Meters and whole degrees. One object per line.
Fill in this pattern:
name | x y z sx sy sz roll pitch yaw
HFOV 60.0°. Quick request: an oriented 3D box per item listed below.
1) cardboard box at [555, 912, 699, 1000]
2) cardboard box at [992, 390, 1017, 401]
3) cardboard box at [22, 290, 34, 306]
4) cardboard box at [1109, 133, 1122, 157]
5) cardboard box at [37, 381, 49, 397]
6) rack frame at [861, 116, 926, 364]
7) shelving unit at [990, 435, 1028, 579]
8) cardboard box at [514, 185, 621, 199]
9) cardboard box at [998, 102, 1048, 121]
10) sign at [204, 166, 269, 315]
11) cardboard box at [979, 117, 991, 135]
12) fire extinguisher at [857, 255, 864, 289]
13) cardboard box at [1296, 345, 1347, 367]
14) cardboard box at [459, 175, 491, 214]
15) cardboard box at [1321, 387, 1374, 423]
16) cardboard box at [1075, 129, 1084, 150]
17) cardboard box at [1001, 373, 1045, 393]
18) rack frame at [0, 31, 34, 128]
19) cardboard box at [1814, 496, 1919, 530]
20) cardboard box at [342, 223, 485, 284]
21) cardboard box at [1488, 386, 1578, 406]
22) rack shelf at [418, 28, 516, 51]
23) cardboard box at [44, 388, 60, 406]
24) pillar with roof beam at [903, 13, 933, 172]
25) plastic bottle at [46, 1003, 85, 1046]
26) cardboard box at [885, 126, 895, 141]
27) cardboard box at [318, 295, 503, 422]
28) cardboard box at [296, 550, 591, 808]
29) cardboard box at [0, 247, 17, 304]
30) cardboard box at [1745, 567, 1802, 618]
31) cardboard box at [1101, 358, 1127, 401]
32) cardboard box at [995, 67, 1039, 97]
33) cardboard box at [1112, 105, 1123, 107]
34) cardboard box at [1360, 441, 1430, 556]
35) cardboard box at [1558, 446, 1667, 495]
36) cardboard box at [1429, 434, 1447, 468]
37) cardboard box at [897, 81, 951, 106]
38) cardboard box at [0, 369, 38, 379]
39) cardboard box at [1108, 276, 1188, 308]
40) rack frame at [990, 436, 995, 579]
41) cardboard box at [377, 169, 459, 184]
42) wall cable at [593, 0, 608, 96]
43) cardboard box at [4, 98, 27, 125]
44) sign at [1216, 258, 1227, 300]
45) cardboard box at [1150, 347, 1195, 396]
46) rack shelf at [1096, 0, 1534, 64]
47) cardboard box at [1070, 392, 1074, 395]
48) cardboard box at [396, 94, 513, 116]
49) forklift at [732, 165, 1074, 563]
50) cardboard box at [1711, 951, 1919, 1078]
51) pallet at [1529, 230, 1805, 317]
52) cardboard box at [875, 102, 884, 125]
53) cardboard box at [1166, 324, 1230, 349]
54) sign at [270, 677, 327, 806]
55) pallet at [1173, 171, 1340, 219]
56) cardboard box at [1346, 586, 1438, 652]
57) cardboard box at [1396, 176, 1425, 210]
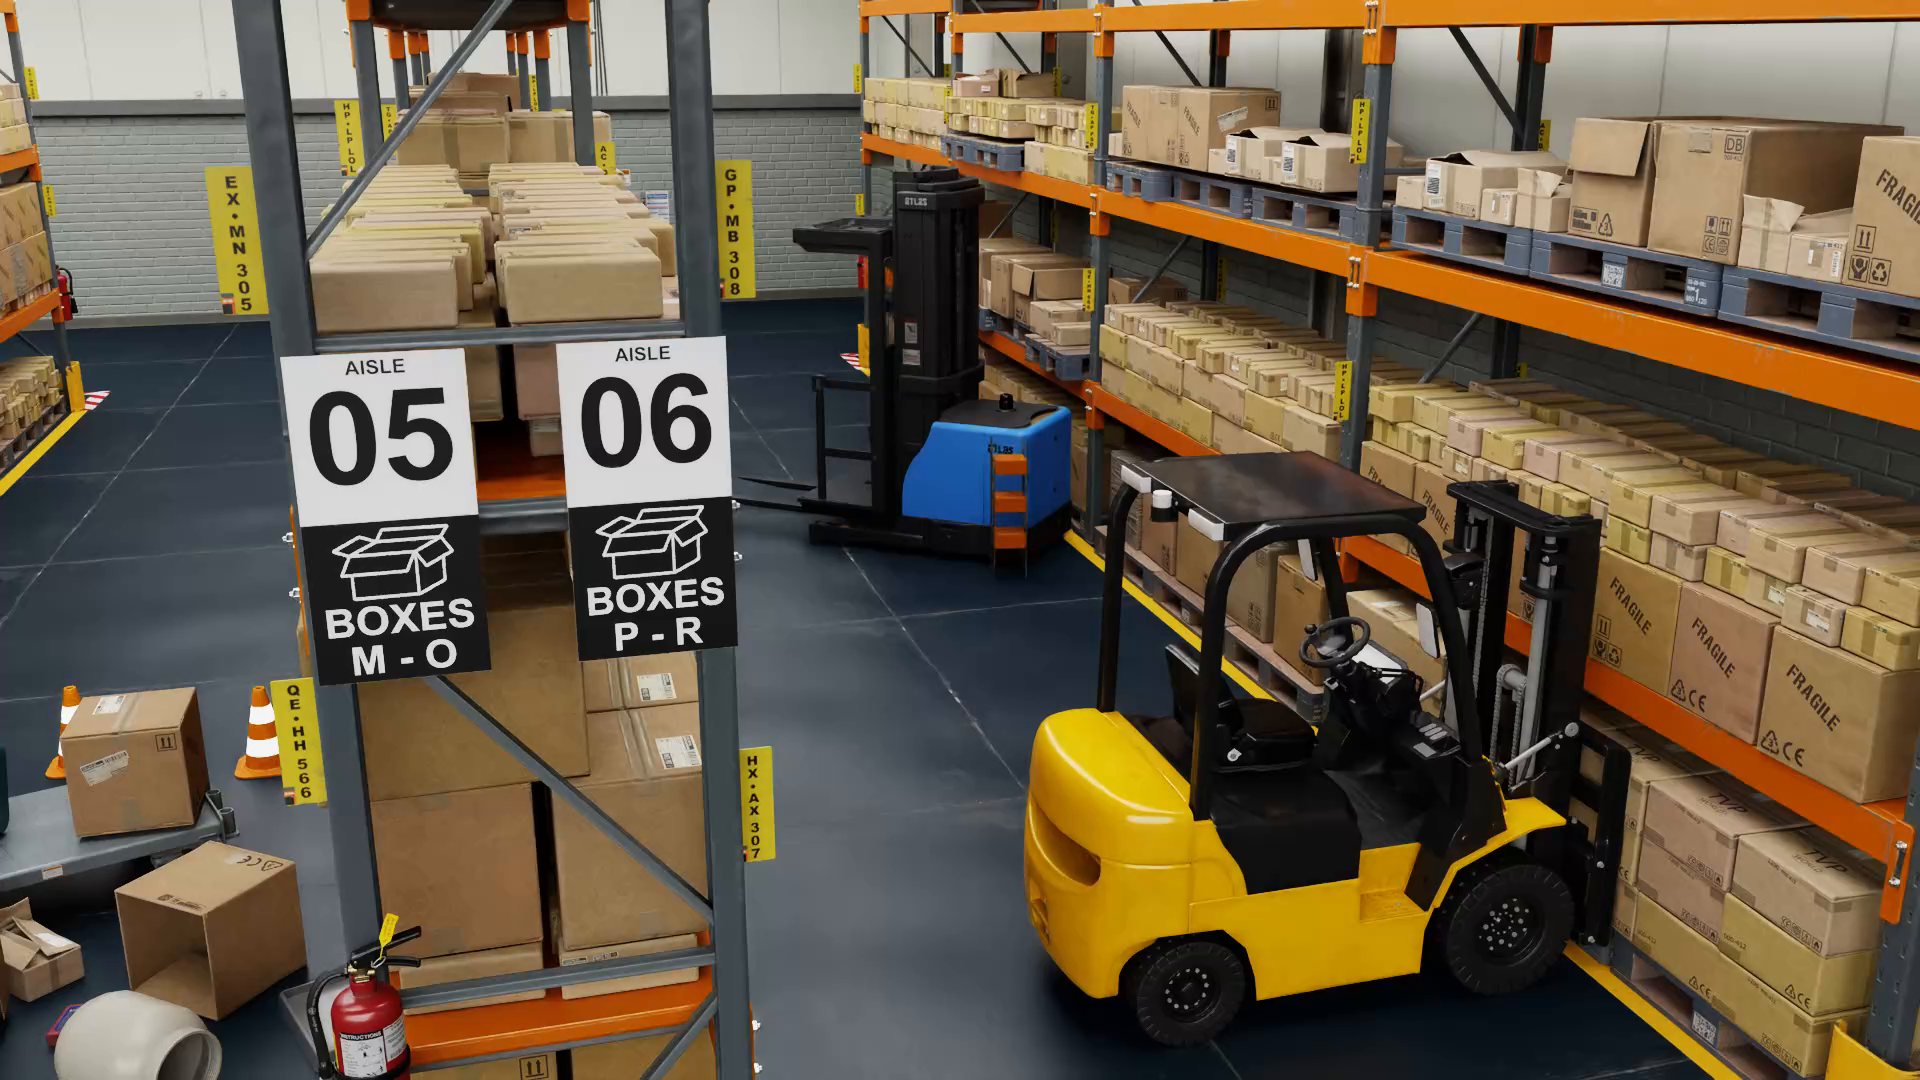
cardboard box | -0.959 1.169 4.784 0.380 0.149 0.250 -5 17 -15
cardboard box | 0.614 -1.121 15.587 0.500 0.500 0.500 -5 17 -17
cardboard box | -9.624 -2.451 16.834 0.380 0.149 0.250 -4 17 -14
cardboard box | 1.312 -2.901 12.183 0.380 0.166 0.250 -5 17 -15
cardboard box | -9.629 -1.559 17.136 0.380 0.149 0.250 -5 18 -18
rack frame | -0.690 -3.660 20.424 1.000 3.000 0.127 -5 17 -15
shelving unit | 0.364 -0.243 12.426 0.252 1.050 0.215 -2 15 -6
cardboard box | -1.446 -1.222 6.142 0.380 0.149 0.250 -4 17 -15
cardboard box | 0.549 -3.723 14.435 0.380 0.149 0.250 -5 17 -15
sign | -1.604 -0.664 3.694 0.100 0.325 0.005 -5 17 -15
cardboard box | 0.392 -3.723 14.951 0.380 0.149 0.250 -5 17 -16
fire extinguisher | -1.175 -3.449 20.503 0.296 0.674 0.183 -5 17 -15
cardboard box | 2.418 -1.171 10.834 0.380 0.149 0.250 -5 17 -16
cardboard box | -2.464 -1.664 8.093 0.500 0.250 0.500 -5 17 -16
cardboard box | 2.300 -0.777 9.522 0.380 0.149 0.250 -4 17 -13
cardboard box | 1.127 -3.156 13.097 0.380 0.149 0.250 -5 17 -17
cardboard box | 0.605 -1.461 15.589 0.380 0.149 0.250 -5 17 -15
rack frame | -10.193 -5.721 16.855 1.000 3.000 0.127 -5 17 -15
cardboard box | 3.641 -0.062 6.626 0.380 0.149 0.250 -5 17 -15
cardboard box | -1.583 -0.827 4.829 0.380 0.149 0.250 -5 17 -15
cardboard box | 3.015 -0.705 8.767 0.380 0.149 0.250 -5 17 -17
rack shelf | -4.912 -5.051 16.570 1.077 0.370 4.000 -5 17 -15
cardboard box | -9.680 -1.491 17.428 0.380 0.149 0.250 -4 17 -14
pillar with roof beam | -4.704 -7.010 21.148 9.100 9.000 0.400 -5 17 -15
plastic bottle | -3.613 1.965 6.805 0.133 0.061 0.283 -2 17 -6
cardboard box | -0.626 -4.579 18.703 0.380 0.149 0.250 -5 17 -15
cardboard box | -1.464 -0.469 4.328 0.500 0.250 0.500 -5 17 -16
cardboard box | -1.415 0.365 4.592 0.700 0.500 0.500 -5 17 -17
cardboard box | -9.410 -2.513 15.913 0.500 0.500 0.500 -4 17 -12
cardboard box | 3.231 0.188 6.311 0.380 0.149 0.250 -4 17 -14
cardboard box | 1.395 -1.234 12.606 0.500 0.250 0.500 -5 17 -15
cardboard box | 0.559 -4.381 15.904 0.396 0.266 0.258 -5 17 -16
cardboard box | 1.384 -3.551 13.895 0.380 0.149 0.250 -5 17 -15
cardboard box | 2.478 -0.246 8.882 0.500 0.500 0.500 -5 17 -17
cardboard box | 2.926 -0.313 7.461 0.380 0.149 0.250 -5 17 -15
cardboard box | 2.613 -0.449 8.433 0.380 0.149 0.250 -5 17 -15
cardboard box | -0.387 -4.844 18.026 0.500 0.250 0.500 -4 17 -14
cardboard box | -9.587 -1.630 16.855 0.380 0.149 0.250 -5 18 -17
cardboard box | 1.517 -1.851 13.498 0.500 0.500 0.500 -4 17 -13
rack frame | 0.242 -0.239 12.412 0.008 1.050 0.200 -2 15 -6
cardboard box | -2.292 -1.463 6.946 0.380 0.149 0.250 -4 17 -14
wall cable | -3.883 -7.978 24.303 2.988 3.039 0.133 -5 17 -15
cardboard box | -9.822 -4.345 16.879 0.500 0.250 0.500 -5 18 -17
sign | 2.041 -2.047 13.040 0.100 0.325 0.005 -5 17 -15
cardboard box | 1.658 -1.188 11.586 0.500 0.250 0.500 -5 17 -17
rack shelf | 2.058 -3.231 10.513 1.077 0.370 4.000 -5 17 -15
cardboard box | 1.224 -1.363 15.262 0.380 0.149 0.250 -5 18 -17
cardboard box | -3.512 -2.834 11.548 0.797 0.503 0.637 -6 18 -19
forklift | -0.644 -1.486 13.304 3.031 2.935 1.130 7 18 23
cardboard box | 3.274 1.776 6.375 0.500 0.250 0.500 -5 17 -15
pallet | 3.199 -1.165 7.055 1.003 0.211 1.213 -5 17 -15
cardboard box | -0.672 -4.884 19.028 0.500 0.250 0.500 -4 17 -14
cardboard box | 1.664 -1.413 11.642 0.380 0.149 0.250 -5 17 -15
sign | -1.604 0.491 4.041 0.100 0.325 0.005 -5 17 -15
pallet | 2.091 -2.304 11.022 1.003 0.211 1.213 -4 17 -13
cardboard box | 2.439 0.454 9.037 0.500 0.250 0.500 -5 17 -16
cardboard box | 2.439 -1.758 8.410 0.380 0.149 0.250 -4 17 -14
